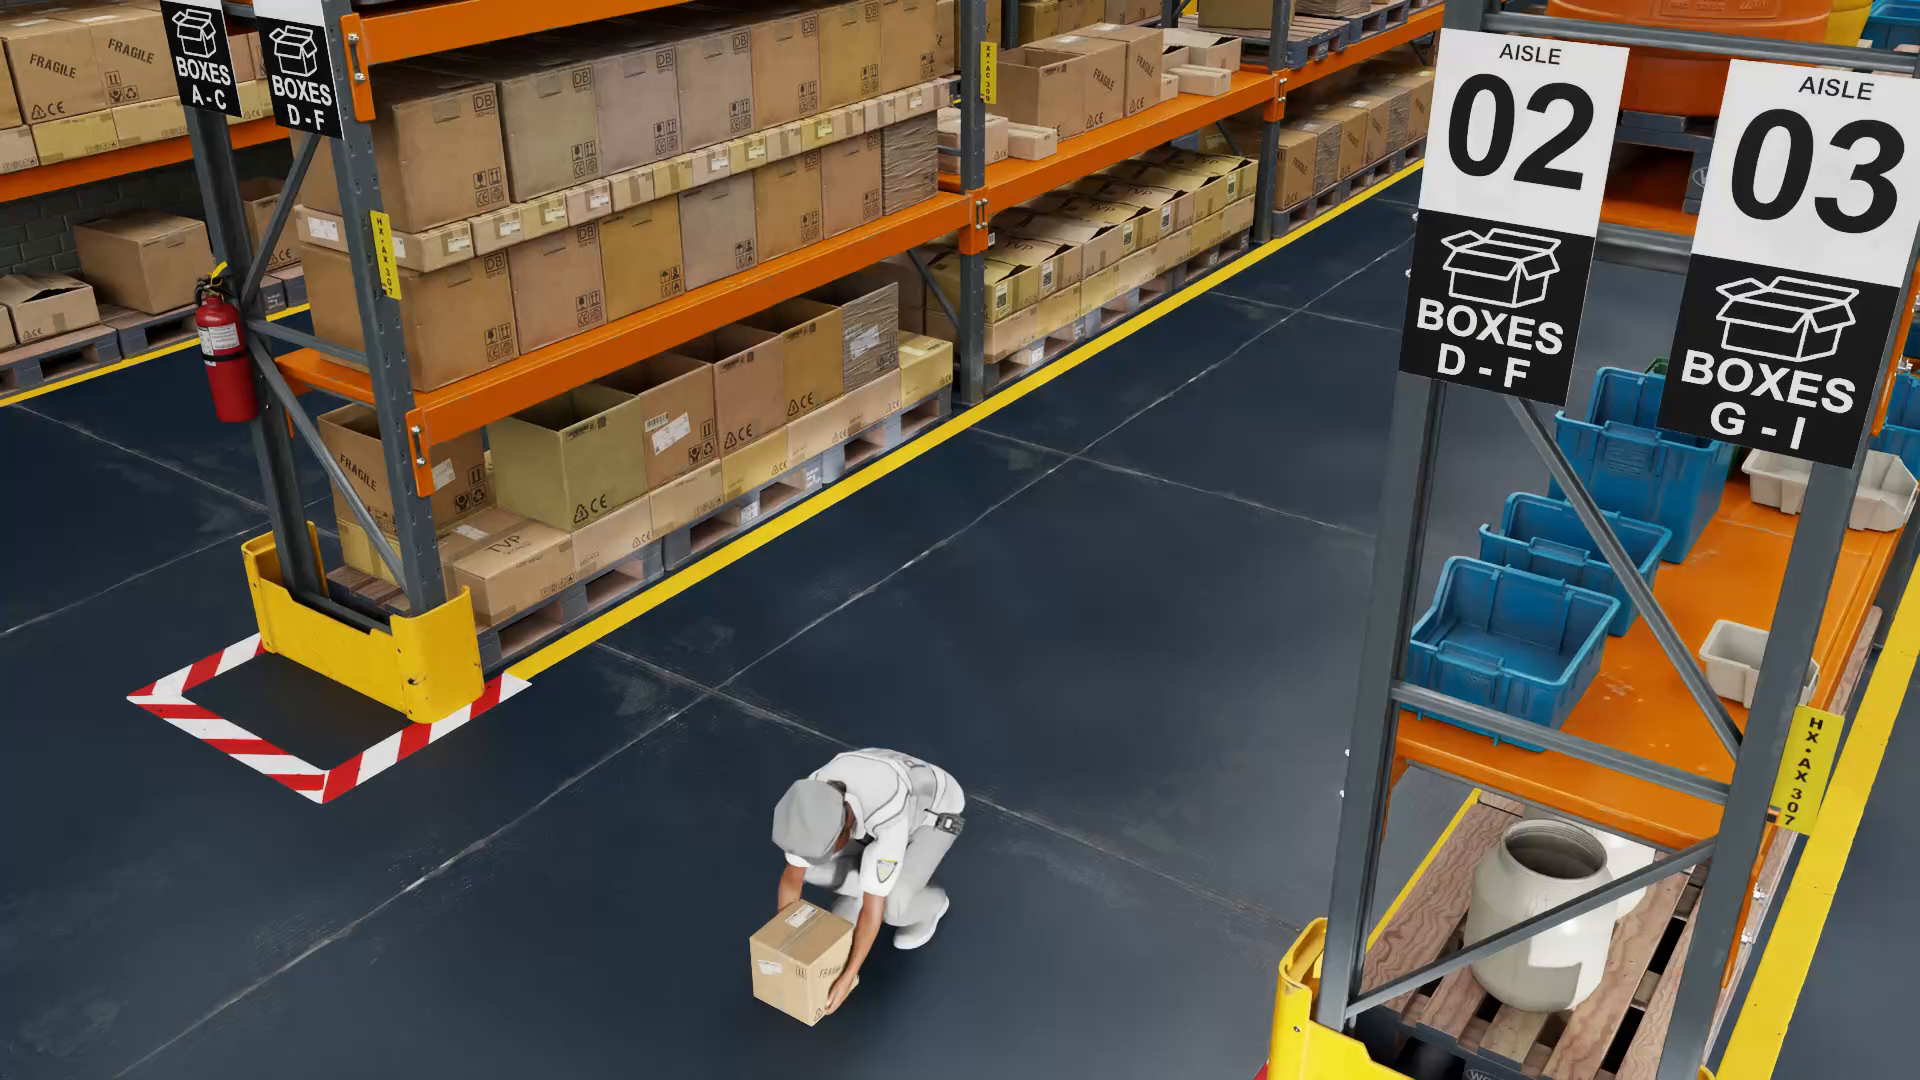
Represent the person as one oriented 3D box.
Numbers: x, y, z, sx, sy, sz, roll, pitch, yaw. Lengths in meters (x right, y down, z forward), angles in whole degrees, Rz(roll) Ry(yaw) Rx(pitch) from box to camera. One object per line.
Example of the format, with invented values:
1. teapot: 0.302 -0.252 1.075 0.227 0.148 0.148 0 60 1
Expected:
1. person: -0.321 1.023 5.571 0.470 0.850 0.871 17 32 30
